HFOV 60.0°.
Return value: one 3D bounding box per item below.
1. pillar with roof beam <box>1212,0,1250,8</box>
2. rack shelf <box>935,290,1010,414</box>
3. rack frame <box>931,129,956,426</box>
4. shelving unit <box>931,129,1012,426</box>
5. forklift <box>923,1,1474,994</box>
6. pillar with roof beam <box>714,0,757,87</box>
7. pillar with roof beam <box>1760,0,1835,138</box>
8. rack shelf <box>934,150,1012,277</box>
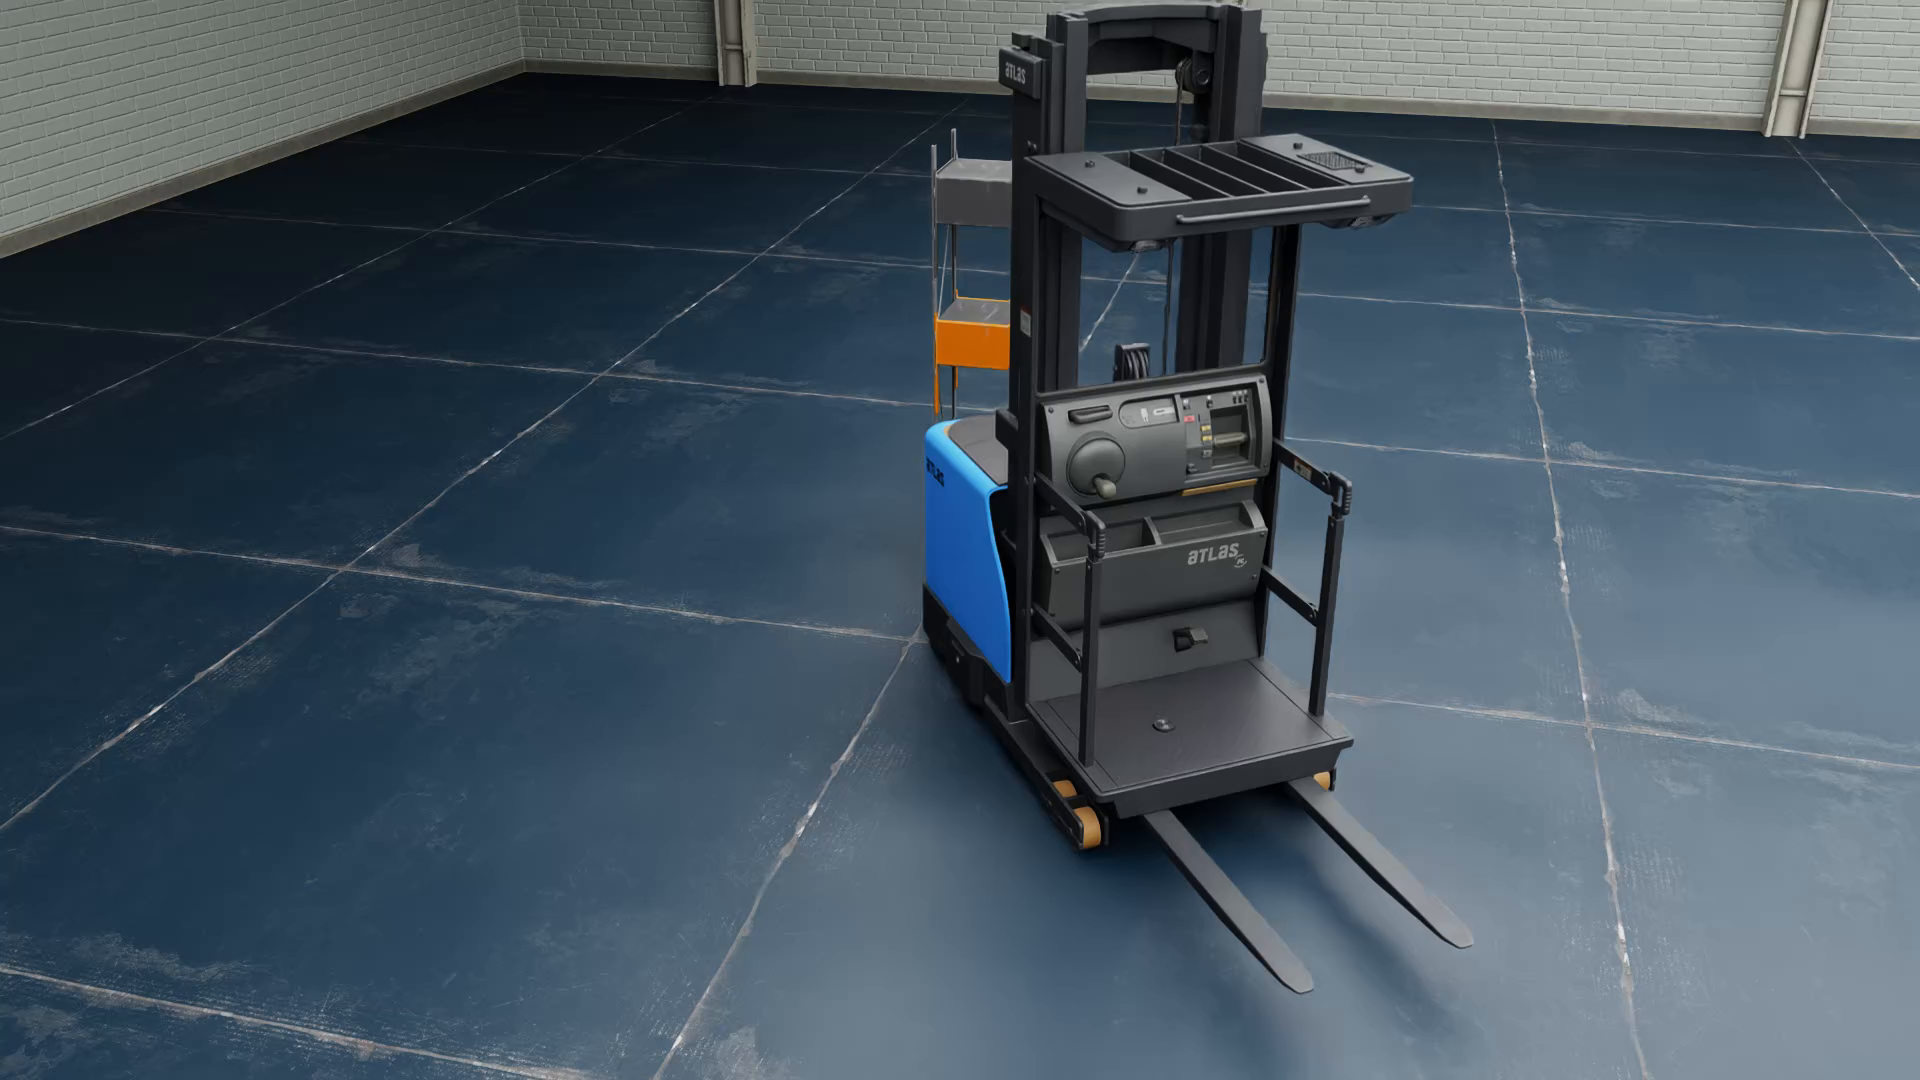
[{"bbox_3d":[1.987,-7.289,13.591,0.400,9.000,9.100,6,26,13],"label":"pillar with roof beam"},{"bbox_3d":[0.160,-0.918,8.267,0.480,0.518,0.431,6,26,13],"label":"rack shelf"},{"bbox_3d":[-0.076,-0.956,8.316,0.015,2.100,0.400,6,26,13],"label":"rack frame"},{"bbox_3d":[0.160,-0.930,8.261,0.503,2.100,0.431,6,26,13],"label":"shelving unit"},{"bbox_3d":[0.832,-0.353,6.082,1.130,2.935,3.031,-9,27,-19],"label":"forklift"},{"bbox_3d":[-3.824,-7.931,14.940,0.400,9.000,9.100,6,26,13],"label":"pillar with roof beam"},{"bbox_3d":[7.798,-6.646,12.241,0.400,9.000,9.100,6,26,13],"label":"pillar with roof beam"},{"bbox_3d":[0.160,-1.550,7.966,0.480,0.518,0.431,6,26,13],"label":"rack shelf"}]
